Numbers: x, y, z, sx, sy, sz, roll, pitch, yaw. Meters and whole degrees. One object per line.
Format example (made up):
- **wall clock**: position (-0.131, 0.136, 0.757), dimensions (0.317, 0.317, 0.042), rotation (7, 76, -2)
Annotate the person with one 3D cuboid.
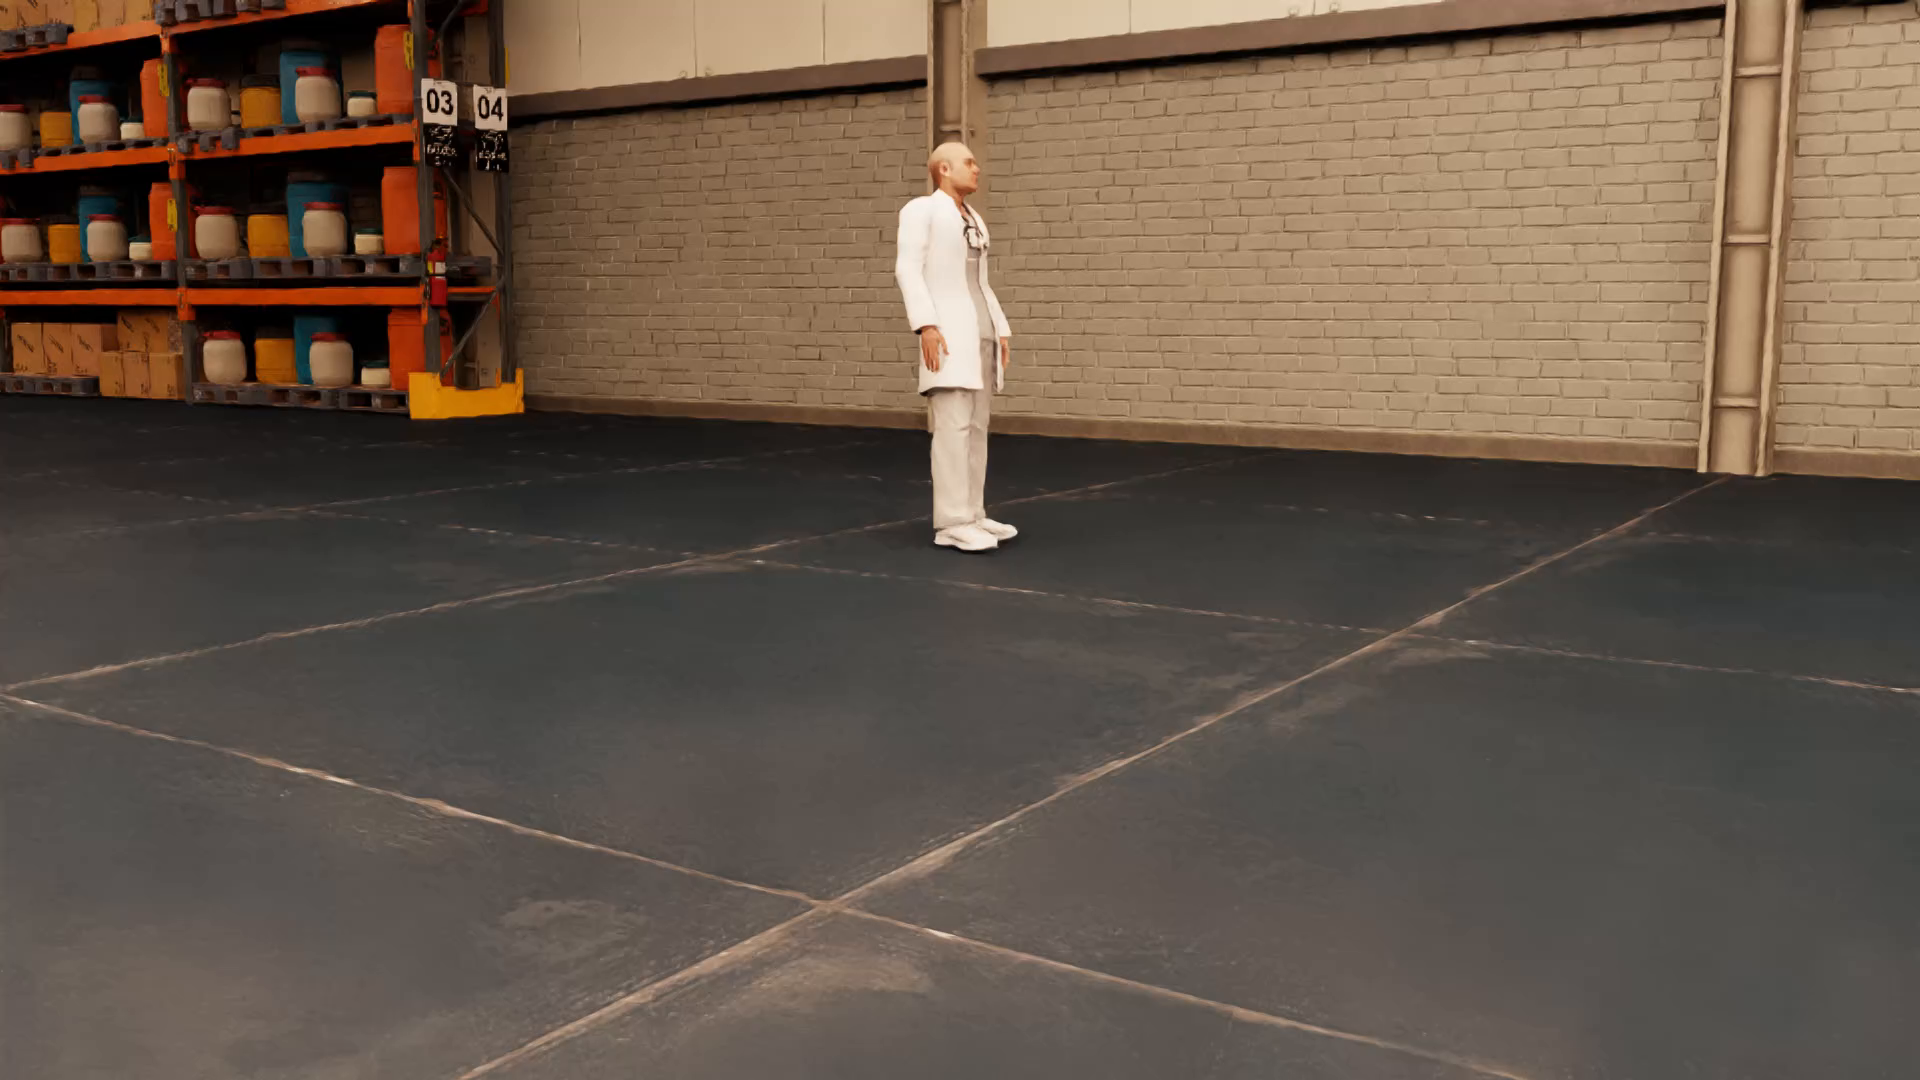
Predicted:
- **person**: position (0.073, -0.879, 7.423), dimensions (0.579, 1.776, 0.694), rotation (5, 10, 34)
